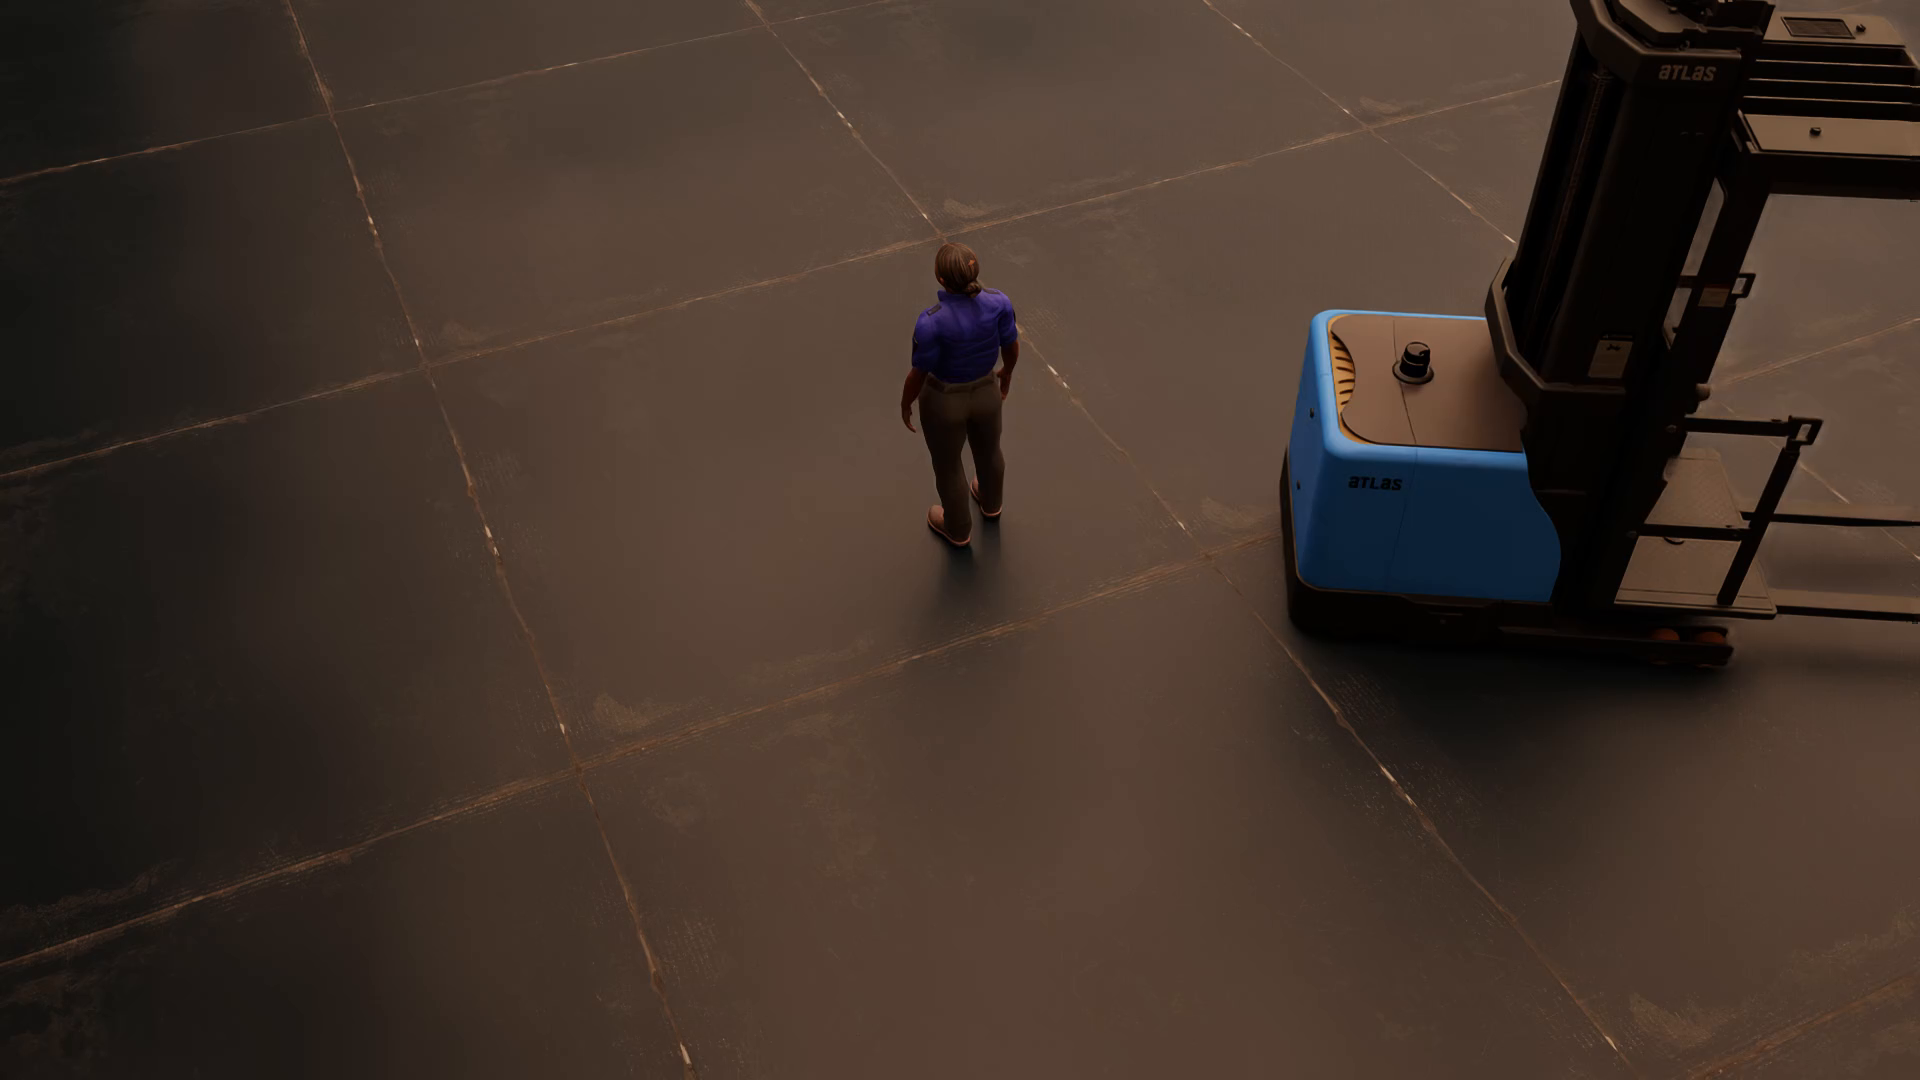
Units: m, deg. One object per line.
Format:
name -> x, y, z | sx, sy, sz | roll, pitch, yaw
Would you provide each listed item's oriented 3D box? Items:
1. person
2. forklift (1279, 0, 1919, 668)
person -> -0.019, -0.670, 7.323 | 0.570, 1.656, 0.503 | -18, 46, -18
forklift -> 3.007, -0.897, 6.641 | 3.031, 2.935, 1.130 | 4, 43, 4
